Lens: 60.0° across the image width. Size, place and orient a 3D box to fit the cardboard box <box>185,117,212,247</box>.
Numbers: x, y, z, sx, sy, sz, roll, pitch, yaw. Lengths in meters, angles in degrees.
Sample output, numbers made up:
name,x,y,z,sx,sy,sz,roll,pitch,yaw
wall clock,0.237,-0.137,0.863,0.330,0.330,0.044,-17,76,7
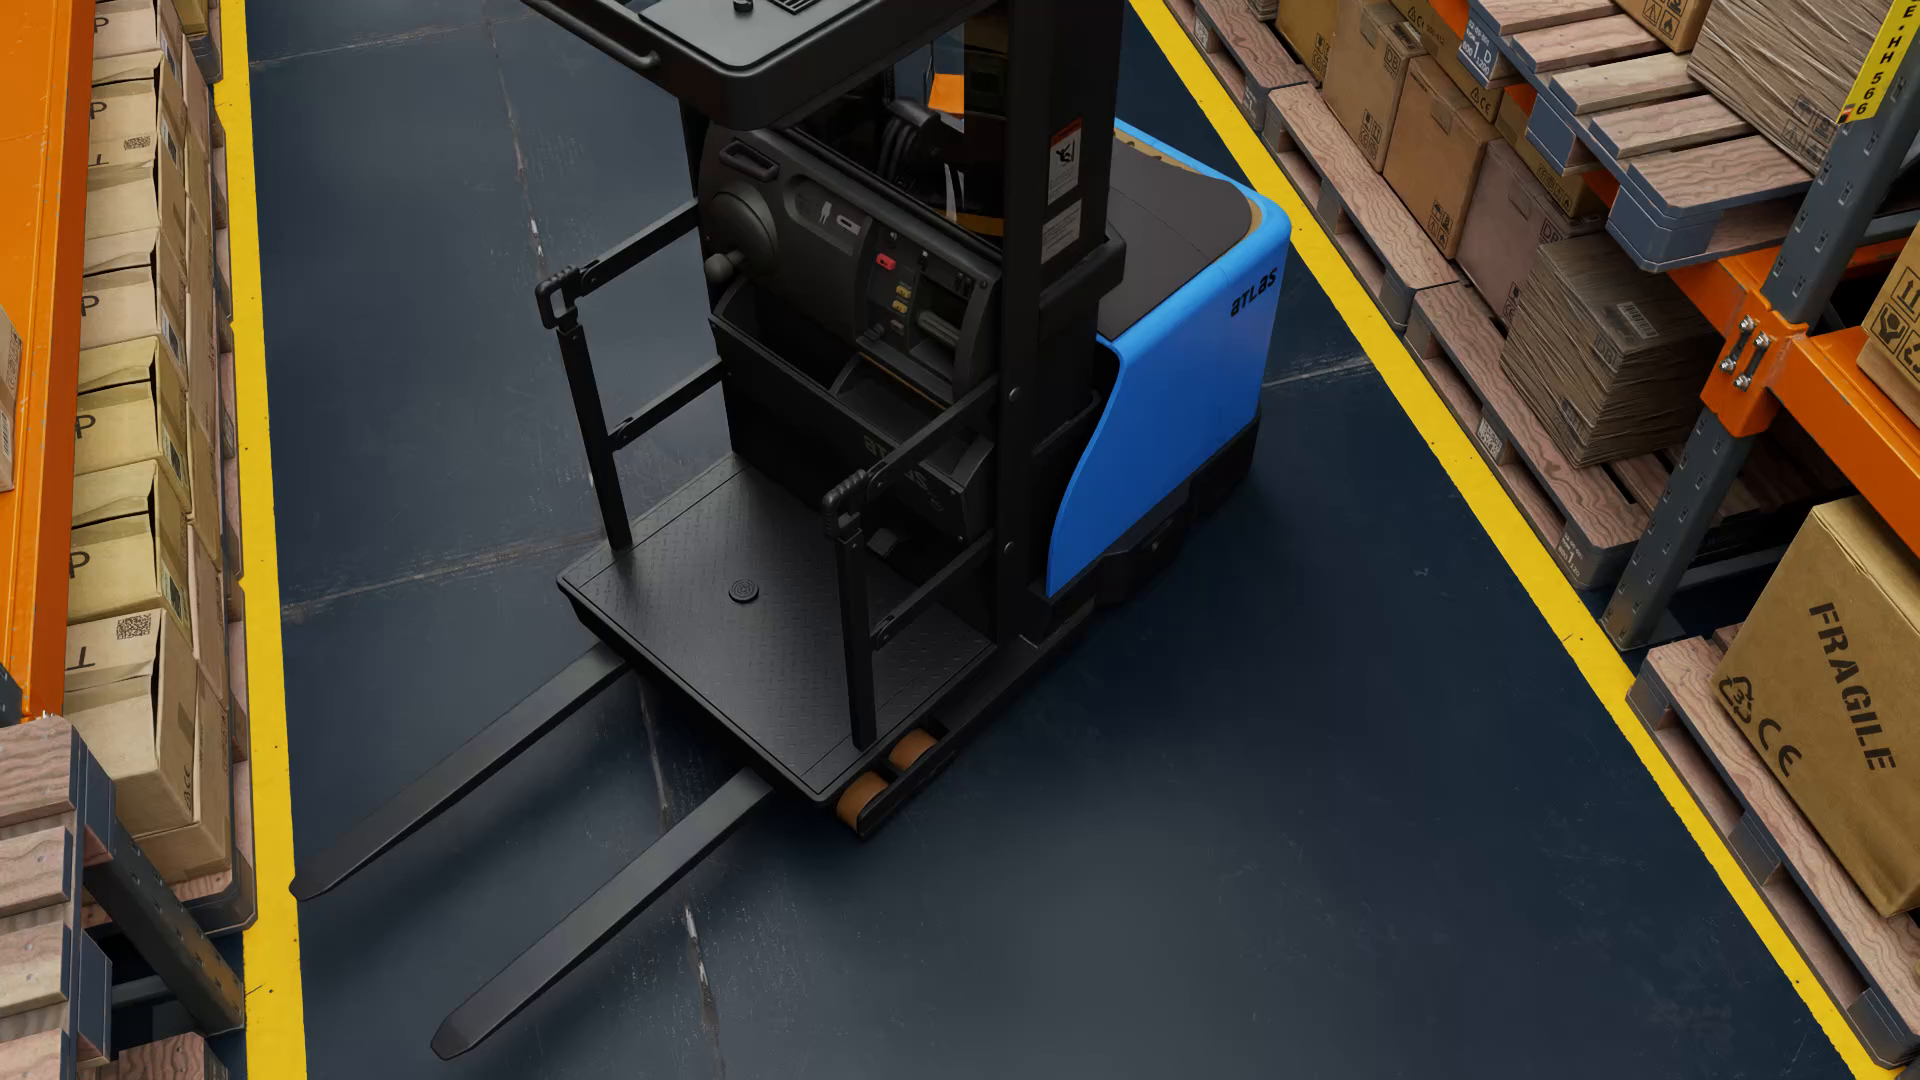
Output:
name,x,y,z,sx,sy,sz,roll,pitch,yaw
cardboard box,-2.938,-1.225,5.844,0.500,0.250,0.500,-14,51,-12

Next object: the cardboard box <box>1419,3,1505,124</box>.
name,x,y,z,sx,sy,sz,roll,pitch,yaw
cardboard box,1.901,-1.681,5.562,0.500,0.250,0.500,-14,51,-11

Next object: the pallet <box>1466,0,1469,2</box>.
name,x,y,z,sx,sy,sz,roll,pitch,yaw
pallet,1.804,-2.159,5.234,1.003,0.211,1.213,-13,51,-11

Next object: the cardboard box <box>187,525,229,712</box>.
name,x,y,z,sx,sy,sz,roll,pitch,yaw
cardboard box,-2.326,0.274,4.581,0.500,0.250,0.500,-15,51,-12

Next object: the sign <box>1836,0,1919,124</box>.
name,x,y,z,sx,sy,sz,roll,pitch,yaw
sign,1.913,-1.002,3.428,0.100,0.325,0.005,-13,51,-11

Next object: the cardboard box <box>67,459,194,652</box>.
name,x,y,z,sx,sy,sz,roll,pitch,yaw
cardboard box,-2.340,0.078,4.379,0.500,0.311,0.500,-14,51,-12

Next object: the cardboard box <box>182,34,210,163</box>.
name,x,y,z,sx,sy,sz,roll,pitch,yaw
cardboard box,-3.085,-1.595,6.156,0.500,0.250,0.500,-14,51,-11

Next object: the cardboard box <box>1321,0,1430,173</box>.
name,x,y,z,sx,sy,sz,roll,pitch,yaw
cardboard box,1.793,-1.760,6.119,0.700,0.500,0.500,-13,51,-11

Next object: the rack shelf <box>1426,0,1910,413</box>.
name,x,y,z,sx,sy,sz,roll,pitch,yaw
rack shelf,1.837,-2.013,5.456,1.077,0.370,4.000,-13,51,-11

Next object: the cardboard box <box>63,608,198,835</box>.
name,x,y,z,sx,sy,sz,roll,pitch,yaw
cardboard box,-2.176,0.460,4.057,0.500,0.311,0.500,-12,51,-10

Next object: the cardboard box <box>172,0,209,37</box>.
name,x,y,z,sx,sy,sz,roll,pitch,yaw
cardboard box,-3.333,-2.239,6.700,0.500,0.250,0.500,-13,51,-11

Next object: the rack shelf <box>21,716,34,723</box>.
name,x,y,z,sx,sy,sz,roll,pitch,yaw
rack shelf,-1.711,2.031,2.046,1.077,0.370,4.000,-13,51,-11

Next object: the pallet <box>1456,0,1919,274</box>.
name,x,y,z,sx,sy,sz,roll,pitch,yaw
pallet,2.116,-1.219,4.441,1.213,0.211,1.003,-13,51,-11

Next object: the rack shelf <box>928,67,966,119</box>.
name,x,y,z,sx,sy,sz,roll,pitch,yaw
rack shelf,0.027,-1.337,5.333,0.240,0.259,0.215,5,50,4

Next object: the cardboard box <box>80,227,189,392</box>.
name,x,y,z,sx,sy,sz,roll,pitch,yaw
cardboard box,-2.641,-0.670,5.010,0.500,0.311,0.500,-14,51,-11

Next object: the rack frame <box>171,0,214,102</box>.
name,x,y,z,sx,sy,sz,roll,pitch,yaw
rack frame,-3.485,-2.583,5.466,1.000,3.000,0.127,-13,51,-11

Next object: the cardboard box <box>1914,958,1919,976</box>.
name,x,y,z,sx,sy,sz,roll,pitch,yaw
cardboard box,2.774,0.981,3.592,0.750,0.750,0.750,-14,51,-11

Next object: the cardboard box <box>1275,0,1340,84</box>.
name,x,y,z,sx,sy,sz,roll,pitch,yaw
cardboard box,1.680,-2.142,6.441,0.700,0.500,0.500,-14,51,-12

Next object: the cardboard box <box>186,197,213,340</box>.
name,x,y,z,sx,sy,sz,roll,pitch,yaw
cardboard box,-2.786,-0.851,5.529,0.500,0.250,0.500,-12,51,-10

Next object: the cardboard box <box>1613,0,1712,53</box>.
name,x,y,z,sx,sy,sz,roll,pitch,yaw
cardboard box,2.089,-1.701,4.369,0.700,0.500,0.500,-18,52,-14

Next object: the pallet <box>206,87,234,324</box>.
name,x,y,z,sx,sy,sz,roll,pitch,yaw
pallet,-3.230,-1.155,6.085,1.003,0.211,1.213,-13,51,-11

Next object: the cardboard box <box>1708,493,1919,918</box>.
name,x,y,z,sx,sy,sz,roll,pitch,yaw
cardboard box,2.521,0.340,4.133,0.750,0.750,0.750,-14,51,-11

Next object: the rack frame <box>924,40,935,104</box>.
name,x,y,z,sx,sy,sz,roll,pitch,yaw
rack frame,-0.094,-1.172,5.551,0.008,1.050,0.200,5,50,4

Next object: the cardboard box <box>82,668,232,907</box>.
name,x,y,z,sx,sy,sz,roll,pitch,yaw
cardboard box,-2.176,0.641,4.272,0.500,0.250,0.500,-13,51,-11

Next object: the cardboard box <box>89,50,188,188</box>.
name,x,y,z,sx,sy,sz,roll,pitch,yaw
cardboard box,-2.932,-1.403,5.628,0.500,0.311,0.500,-12,51,-10

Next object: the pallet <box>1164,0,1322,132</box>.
name,x,y,z,sx,sy,sz,roll,pitch,yaw
pallet,1.478,-2.239,6.999,1.003,0.211,1.213,-13,51,-11

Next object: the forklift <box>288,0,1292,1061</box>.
name,x,y,z,sx,sy,sz,roll,pitch,yaw
forklift,-0.430,-0.592,3.832,1.130,2.935,3.031,35,58,26

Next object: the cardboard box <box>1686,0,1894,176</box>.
name,x,y,z,sx,sy,sz,roll,pitch,yaw
cardboard box,2.280,-1.299,4.030,0.700,0.500,0.500,-19,52,-15

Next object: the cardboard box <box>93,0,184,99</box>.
name,x,y,z,sx,sy,sz,roll,pitch,yaw
cardboard box,-3.091,-1.782,5.947,0.500,0.311,0.500,-13,51,-11

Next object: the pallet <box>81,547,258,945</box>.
name,x,y,z,sx,sy,sz,roll,pitch,yaw
pallet,-2.508,0.627,4.583,1.003,0.211,1.213,-13,51,-11

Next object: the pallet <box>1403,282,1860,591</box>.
name,x,y,z,sx,sy,sz,roll,pitch,yaw
pallet,2.199,-0.456,5.497,1.003,0.211,1.213,-13,51,-11

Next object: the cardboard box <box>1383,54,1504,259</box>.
name,x,y,z,sx,sy,sz,roll,pitch,yaw
cardboard box,1.951,-1.393,5.810,0.700,0.500,0.500,-14,51,-11

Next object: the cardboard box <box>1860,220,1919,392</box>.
name,x,y,z,sx,sy,sz,roll,pitch,yaw
cardboard box,2.328,-0.506,3.442,0.500,0.500,0.500,-12,51,-10

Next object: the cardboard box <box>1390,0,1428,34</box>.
name,x,y,z,sx,sy,sz,roll,pitch,yaw
cardboard box,1.771,-2.050,5.873,0.500,0.250,0.500,-15,51,-12

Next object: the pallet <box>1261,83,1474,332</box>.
name,x,y,z,sx,sy,sz,roll,pitch,yaw
pallet,1.842,-1.346,6.247,1.003,0.211,1.213,-13,51,-11

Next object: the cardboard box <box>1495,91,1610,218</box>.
name,x,y,z,sx,sy,sz,roll,pitch,yaw
cardboard box,2.058,-1.307,5.246,0.500,0.250,0.500,-12,51,-10

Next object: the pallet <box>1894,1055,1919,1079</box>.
name,x,y,z,sx,sy,sz,roll,pitch,yaw
pallet,2.947,1.597,3.766,1.003,0.211,1.213,-13,51,-11

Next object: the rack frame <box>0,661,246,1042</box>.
name,x,y,z,sx,sy,sz,roll,pitch,yaw
rack frame,-2.302,0.339,3.003,1.000,3.000,0.127,-13,51,-11

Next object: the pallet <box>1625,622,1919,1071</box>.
name,x,y,z,sx,sy,sz,roll,pitch,yaw
pallet,2.590,0.707,4.516,1.003,0.211,1.213,-13,51,-11

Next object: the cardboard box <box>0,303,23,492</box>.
name,x,y,z,sx,sy,sz,roll,pitch,yaw
cardboard box,-2.382,-0.330,3.624,0.500,0.311,0.500,-14,51,-11

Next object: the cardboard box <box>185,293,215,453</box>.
name,x,y,z,sx,sy,sz,roll,pitch,yaw
cardboard box,-2.637,-0.479,5.216,0.500,0.250,0.500,-12,51,-10

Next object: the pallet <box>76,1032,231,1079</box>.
name,x,y,z,sx,sy,sz,roll,pitch,yaw
pallet,-2.117,1.791,3.602,1.003,0.211,1.213,-13,51,-11

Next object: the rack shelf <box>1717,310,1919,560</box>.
name,x,y,z,sx,sy,sz,roll,pitch,yaw
rack shelf,3.020,0.908,2.993,1.077,0.370,4.000,-13,51,-11

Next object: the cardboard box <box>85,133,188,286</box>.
name,x,y,z,sx,sy,sz,roll,pitch,yaw
cardboard box,-2.786,-1.038,5.320,0.500,0.311,0.500,-13,51,-11

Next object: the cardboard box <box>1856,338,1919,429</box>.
name,x,y,z,sx,sy,sz,roll,pitch,yaw
cardboard box,2.305,-0.417,3.791,0.380,0.149,0.250,-14,51,-12

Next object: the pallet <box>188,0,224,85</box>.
name,x,y,z,sx,sy,sz,roll,pitch,yaw
pallet,-3.680,-2.274,7.029,1.003,0.211,1.213,-13,51,-11

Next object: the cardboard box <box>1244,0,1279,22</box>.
name,x,y,z,sx,sy,sz,roll,pitch,yaw
cardboard box,1.480,-2.508,6.750,0.700,0.500,0.500,-12,51,-10

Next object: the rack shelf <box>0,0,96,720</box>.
name,x,y,z,sx,sy,sz,roll,pitch,yaw
rack shelf,-2.894,-0.890,4.509,1.077,0.370,4.000,-13,51,-11

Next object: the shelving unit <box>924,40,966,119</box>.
name,x,y,z,sx,sy,sz,roll,pitch,yaw
shelving unit,0.027,-1.161,5.542,0.252,1.050,0.215,5,50,4

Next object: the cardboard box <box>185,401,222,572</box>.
name,x,y,z,sx,sy,sz,roll,pitch,yaw
cardboard box,-2.485,-0.105,4.900,0.500,0.250,0.500,-15,51,-12

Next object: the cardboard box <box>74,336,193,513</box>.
name,x,y,z,sx,sy,sz,roll,pitch,yaw
cardboard box,-2.488,-0.295,4.694,0.500,0.311,0.500,-15,51,-12

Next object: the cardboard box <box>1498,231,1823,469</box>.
name,x,y,z,sx,sy,sz,roll,pitch,yaw
cardboard box,2.166,-0.634,5.170,0.700,0.500,0.500,-13,51,-10

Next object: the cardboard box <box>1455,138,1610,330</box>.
name,x,y,z,sx,sy,sz,roll,pitch,yaw
cardboard box,2.125,-1.037,5.509,0.700,0.500,0.500,-13,51,-11

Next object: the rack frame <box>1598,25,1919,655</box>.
name,x,y,z,sx,sy,sz,roll,pitch,yaw
rack frame,2.429,-0.784,3.949,1.000,3.000,0.127,-13,51,-11

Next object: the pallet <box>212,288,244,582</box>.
name,x,y,z,sx,sy,sz,roll,pitch,yaw
pallet,-2.865,-0.262,5.333,1.003,0.211,1.213,-13,51,-11

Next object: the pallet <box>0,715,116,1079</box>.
name,x,y,z,sx,sy,sz,roll,pitch,yaw
pallet,-2.035,0.880,2.672,1.213,0.211,1.003,-13,51,-11
